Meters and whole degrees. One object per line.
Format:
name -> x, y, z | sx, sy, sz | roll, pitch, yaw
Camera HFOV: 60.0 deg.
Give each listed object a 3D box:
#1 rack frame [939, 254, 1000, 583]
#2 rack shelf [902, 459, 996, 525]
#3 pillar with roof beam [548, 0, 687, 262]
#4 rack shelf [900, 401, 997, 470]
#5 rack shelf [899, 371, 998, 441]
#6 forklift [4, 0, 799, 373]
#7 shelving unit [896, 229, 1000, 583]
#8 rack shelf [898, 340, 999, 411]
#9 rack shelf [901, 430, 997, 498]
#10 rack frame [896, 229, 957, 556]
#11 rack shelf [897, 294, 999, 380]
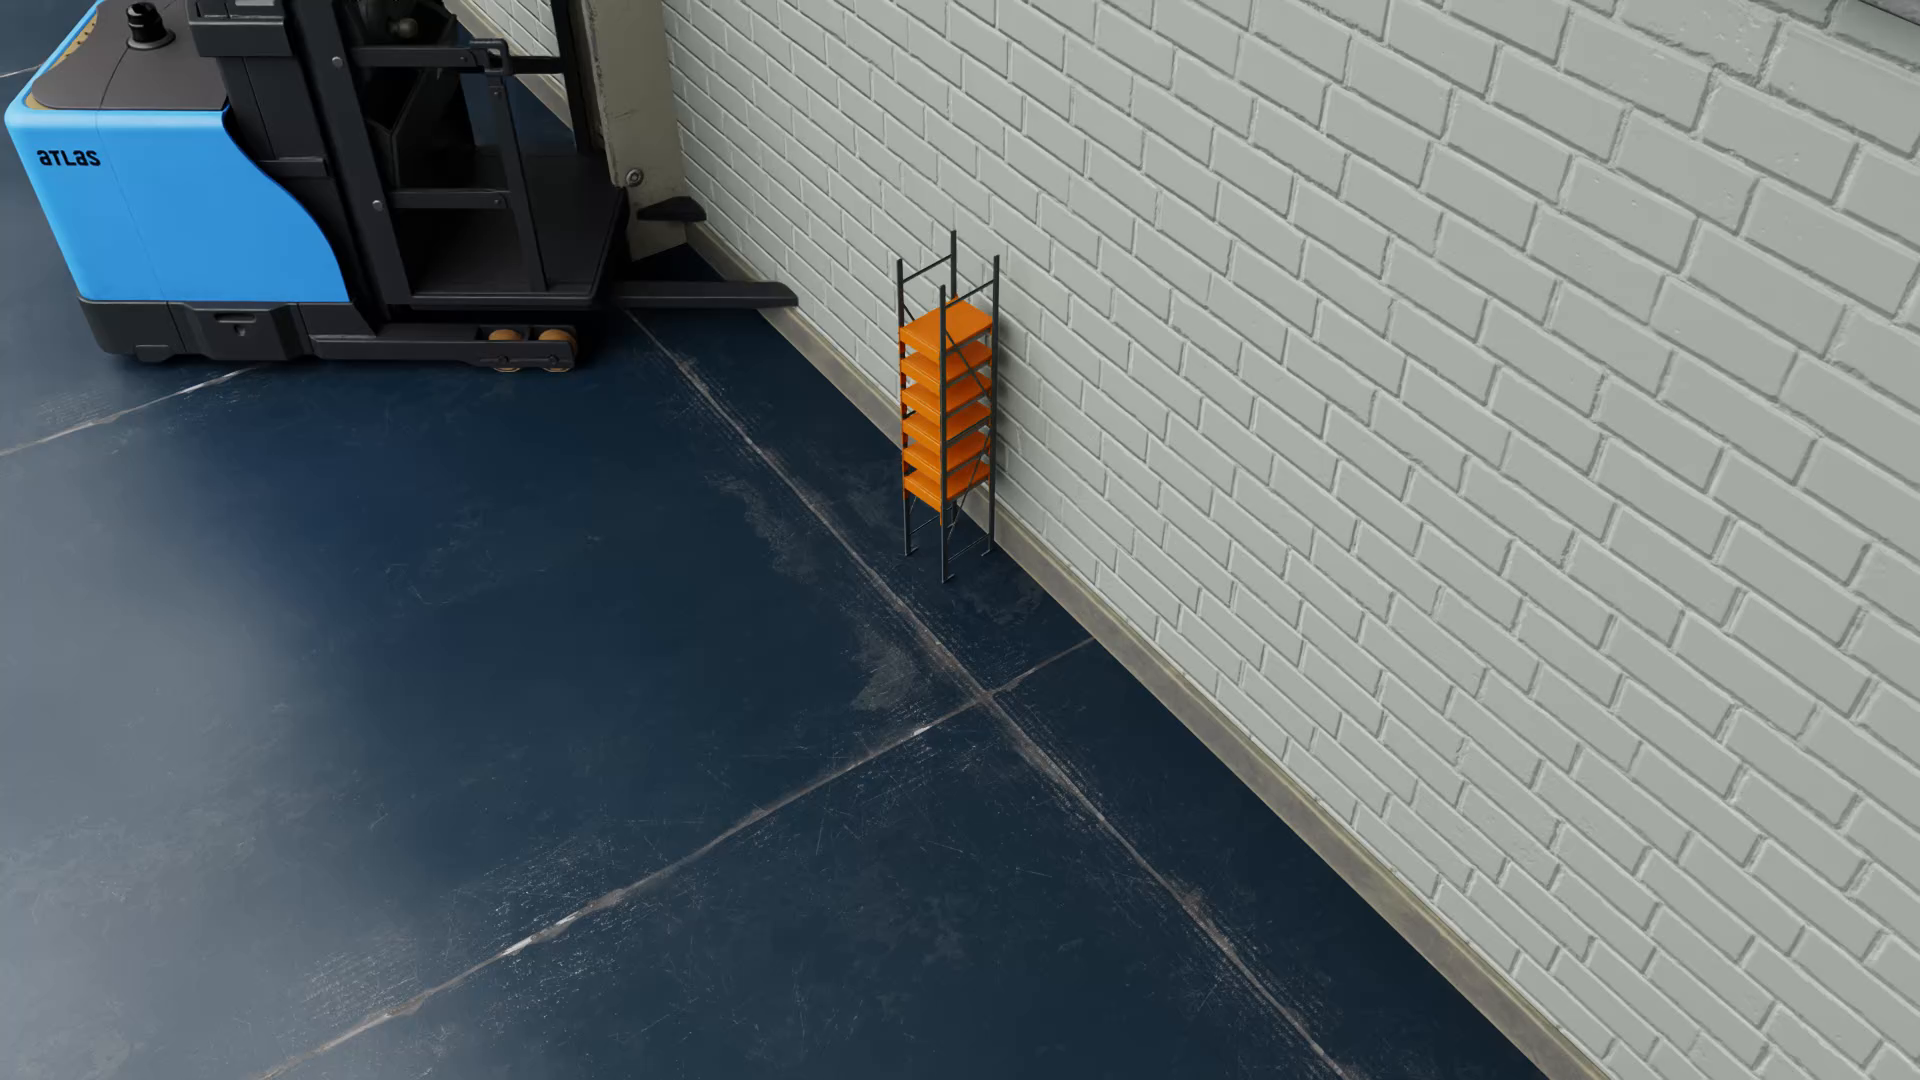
rack frame -> 0.028, -0.348, 5.244 | 0.240, 1.200, 0.006 | -34, 53, -30
rack shelf -> -0.035, -0.187, 5.488 | 0.258, 0.103, 0.180 | -34, 53, -30
pillar with roof beam -> -4.904, -2.889, 2.259 | 9.100, 9.000, 0.400 | -26, 49, -24
rack shelf -> -0.035, -0.361, 5.323 | 0.258, 0.103, 0.180 | -34, 53, -30
rack shelf -> -0.035, -0.448, 5.240 | 0.258, 0.103, 0.180 | -34, 53, -30
forklift -> -1.829, -2.077, 5.803 | 3.031, 2.935, 1.130 | 0, 44, 0
shelving unit -> -0.035, -0.393, 5.292 | 0.258, 1.200, 0.189 | -34, 53, -30
rack shelf -> -0.035, -0.535, 5.157 | 0.258, 0.103, 0.180 | -34, 53, -30
rack shelf -> -0.035, -0.274, 5.405 | 0.258, 0.103, 0.180 | -34, 53, -30
rack frame -> -0.099, -0.438, 5.340 | 0.240, 1.200, 0.006 | -34, 53, -30
rack shelf -> -0.035, -0.622, 5.075 | 0.258, 0.103, 0.180 | -34, 53, -30
